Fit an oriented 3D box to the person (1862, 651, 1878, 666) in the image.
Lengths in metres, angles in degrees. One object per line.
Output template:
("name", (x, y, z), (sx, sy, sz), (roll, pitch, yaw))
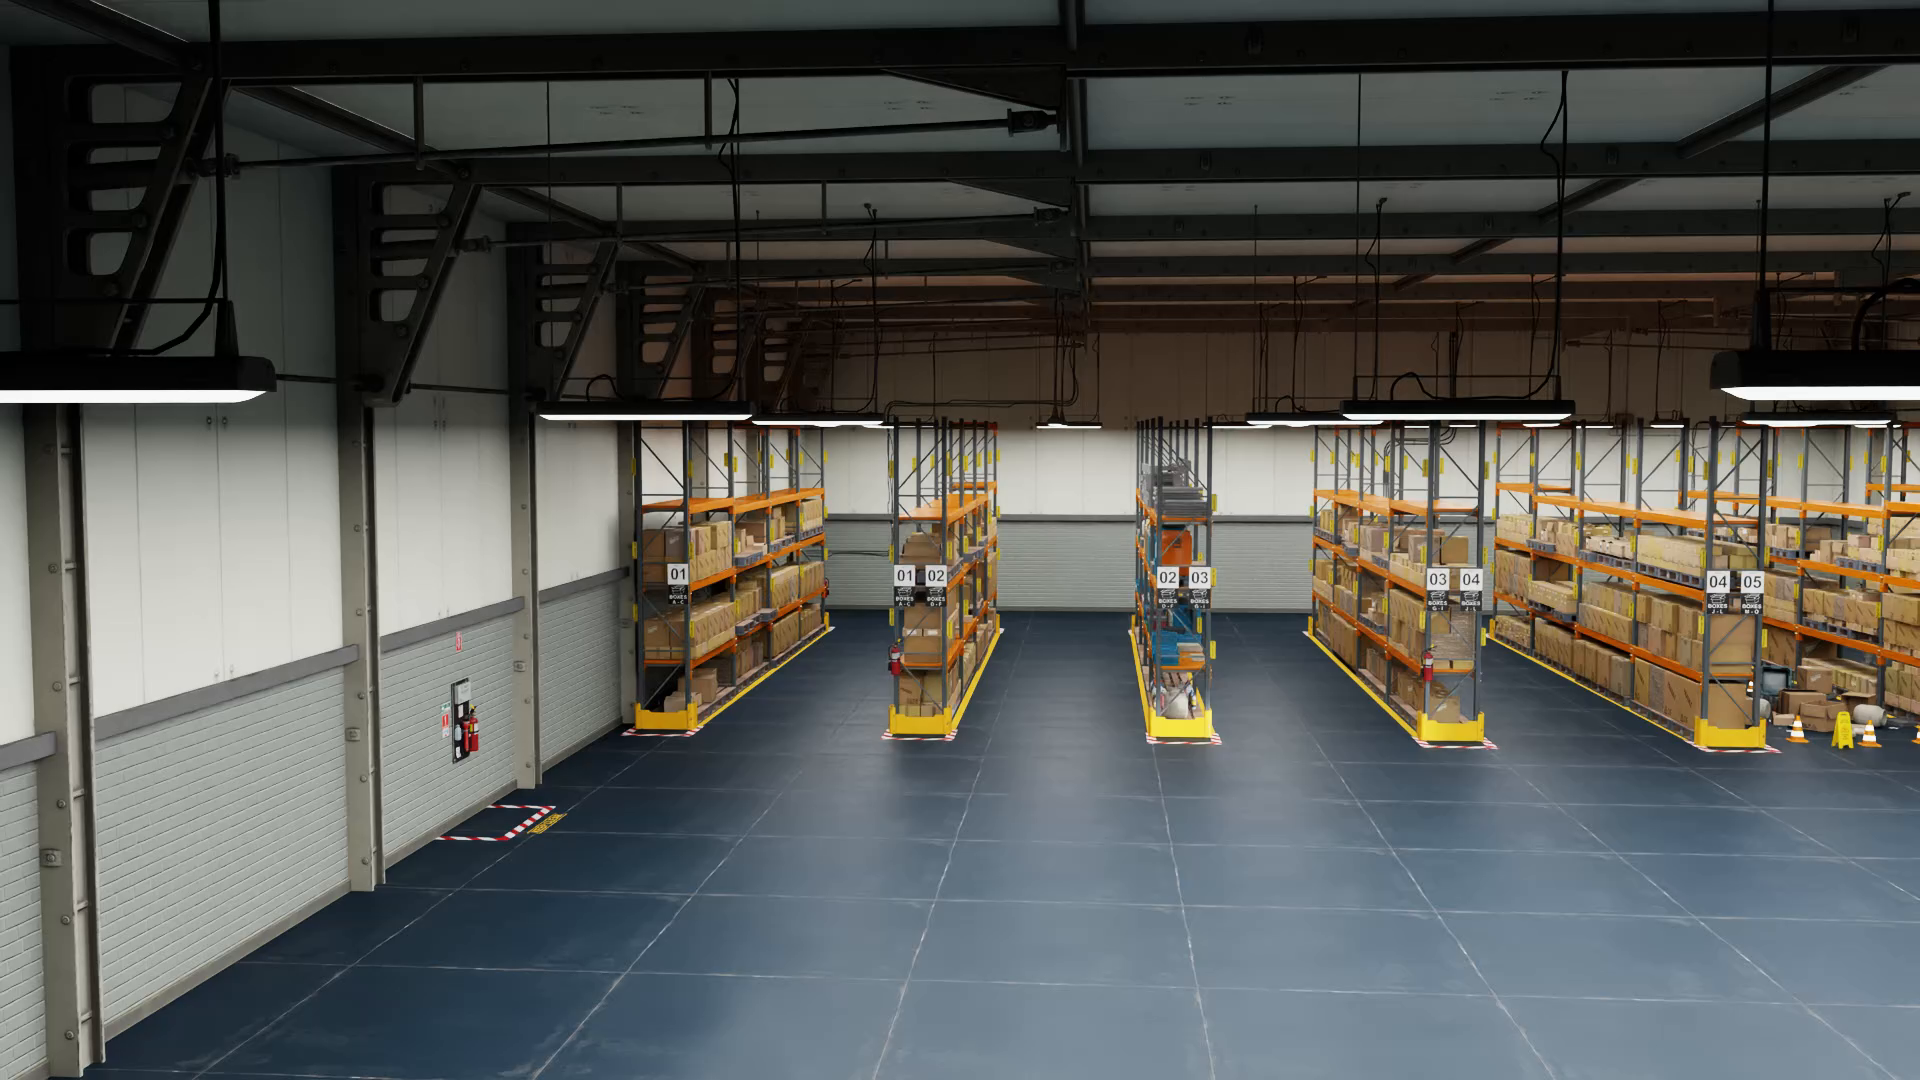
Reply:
("person", (22.304, 2.223, 40.476), (0.534, 1.804, 0.604), (0, 4, -7))
